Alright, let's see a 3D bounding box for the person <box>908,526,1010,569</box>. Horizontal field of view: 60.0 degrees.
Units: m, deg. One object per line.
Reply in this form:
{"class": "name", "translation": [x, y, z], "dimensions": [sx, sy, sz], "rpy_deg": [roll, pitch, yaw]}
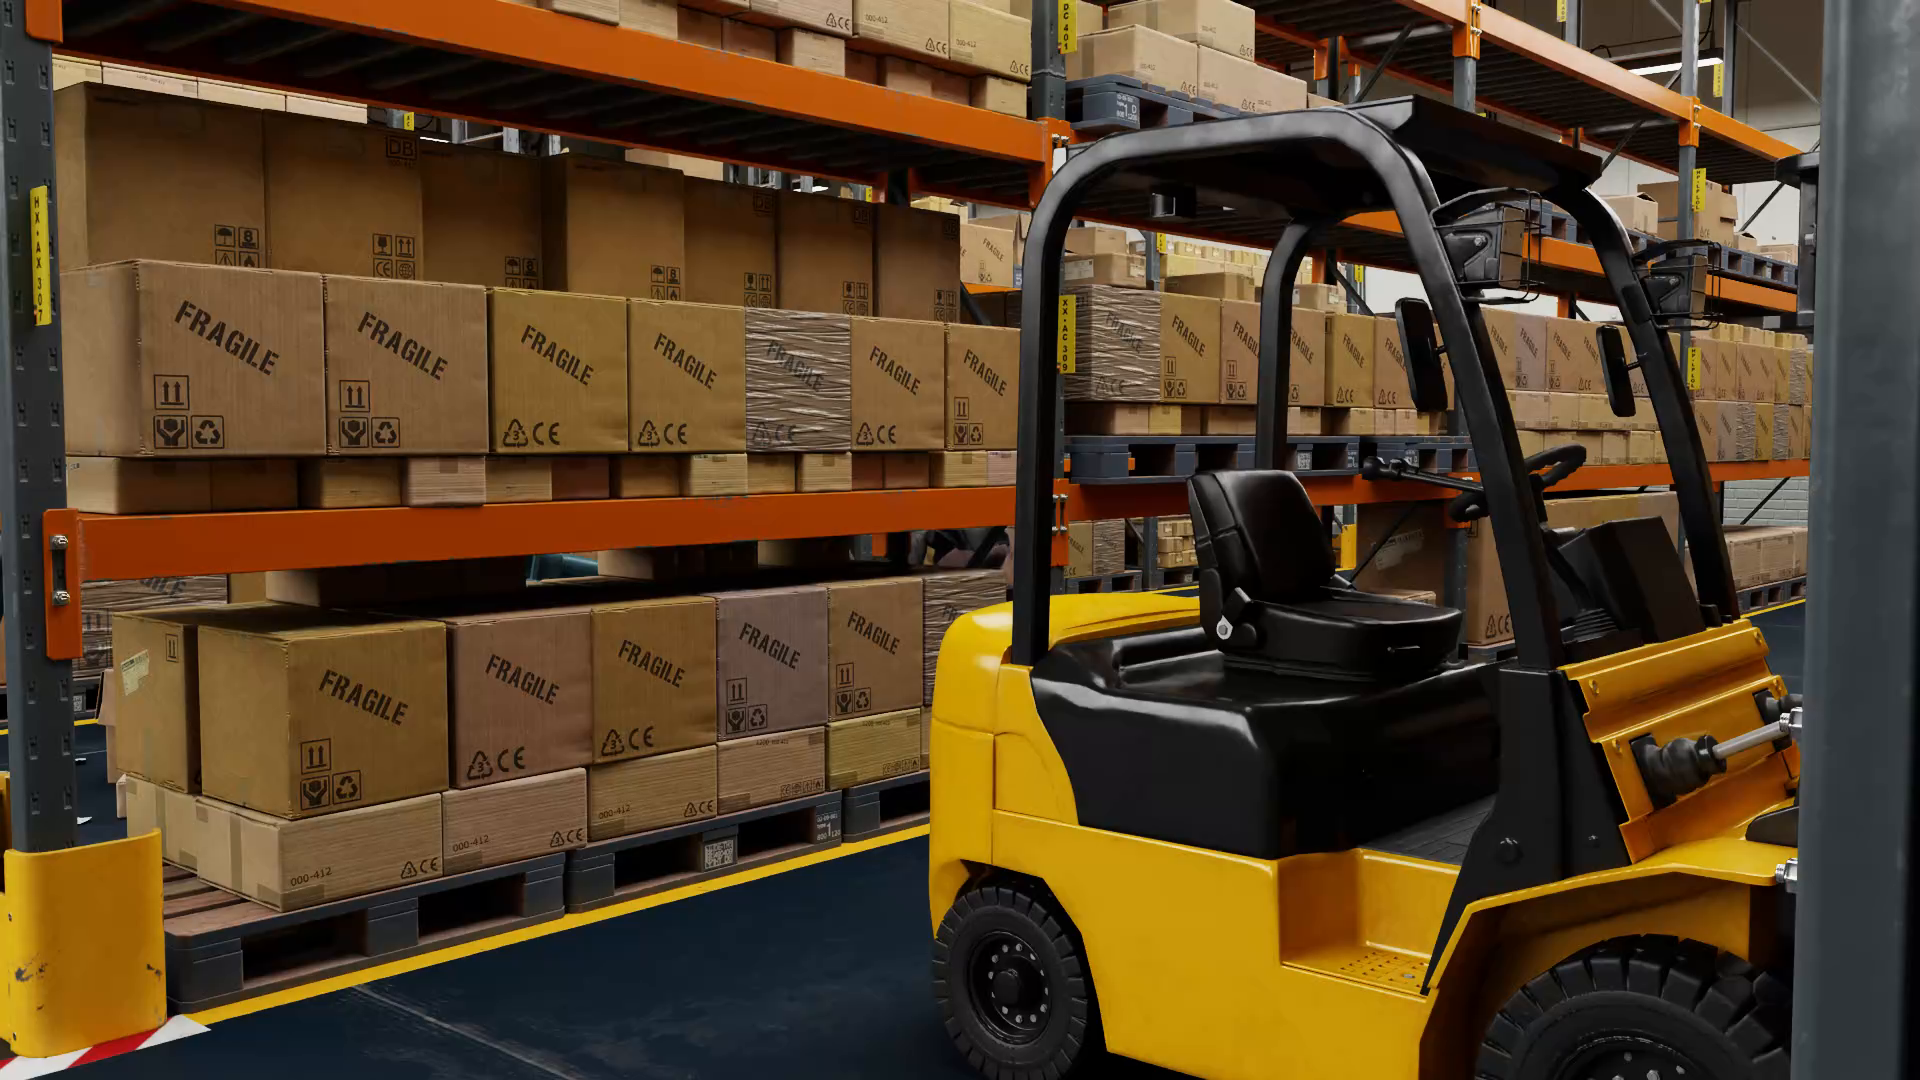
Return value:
{"class": "person", "translation": [-0.094, 0.254, 12.112], "dimensions": [0.949, 1.008, 0.507], "rpy_deg": [3, 4, 38]}
